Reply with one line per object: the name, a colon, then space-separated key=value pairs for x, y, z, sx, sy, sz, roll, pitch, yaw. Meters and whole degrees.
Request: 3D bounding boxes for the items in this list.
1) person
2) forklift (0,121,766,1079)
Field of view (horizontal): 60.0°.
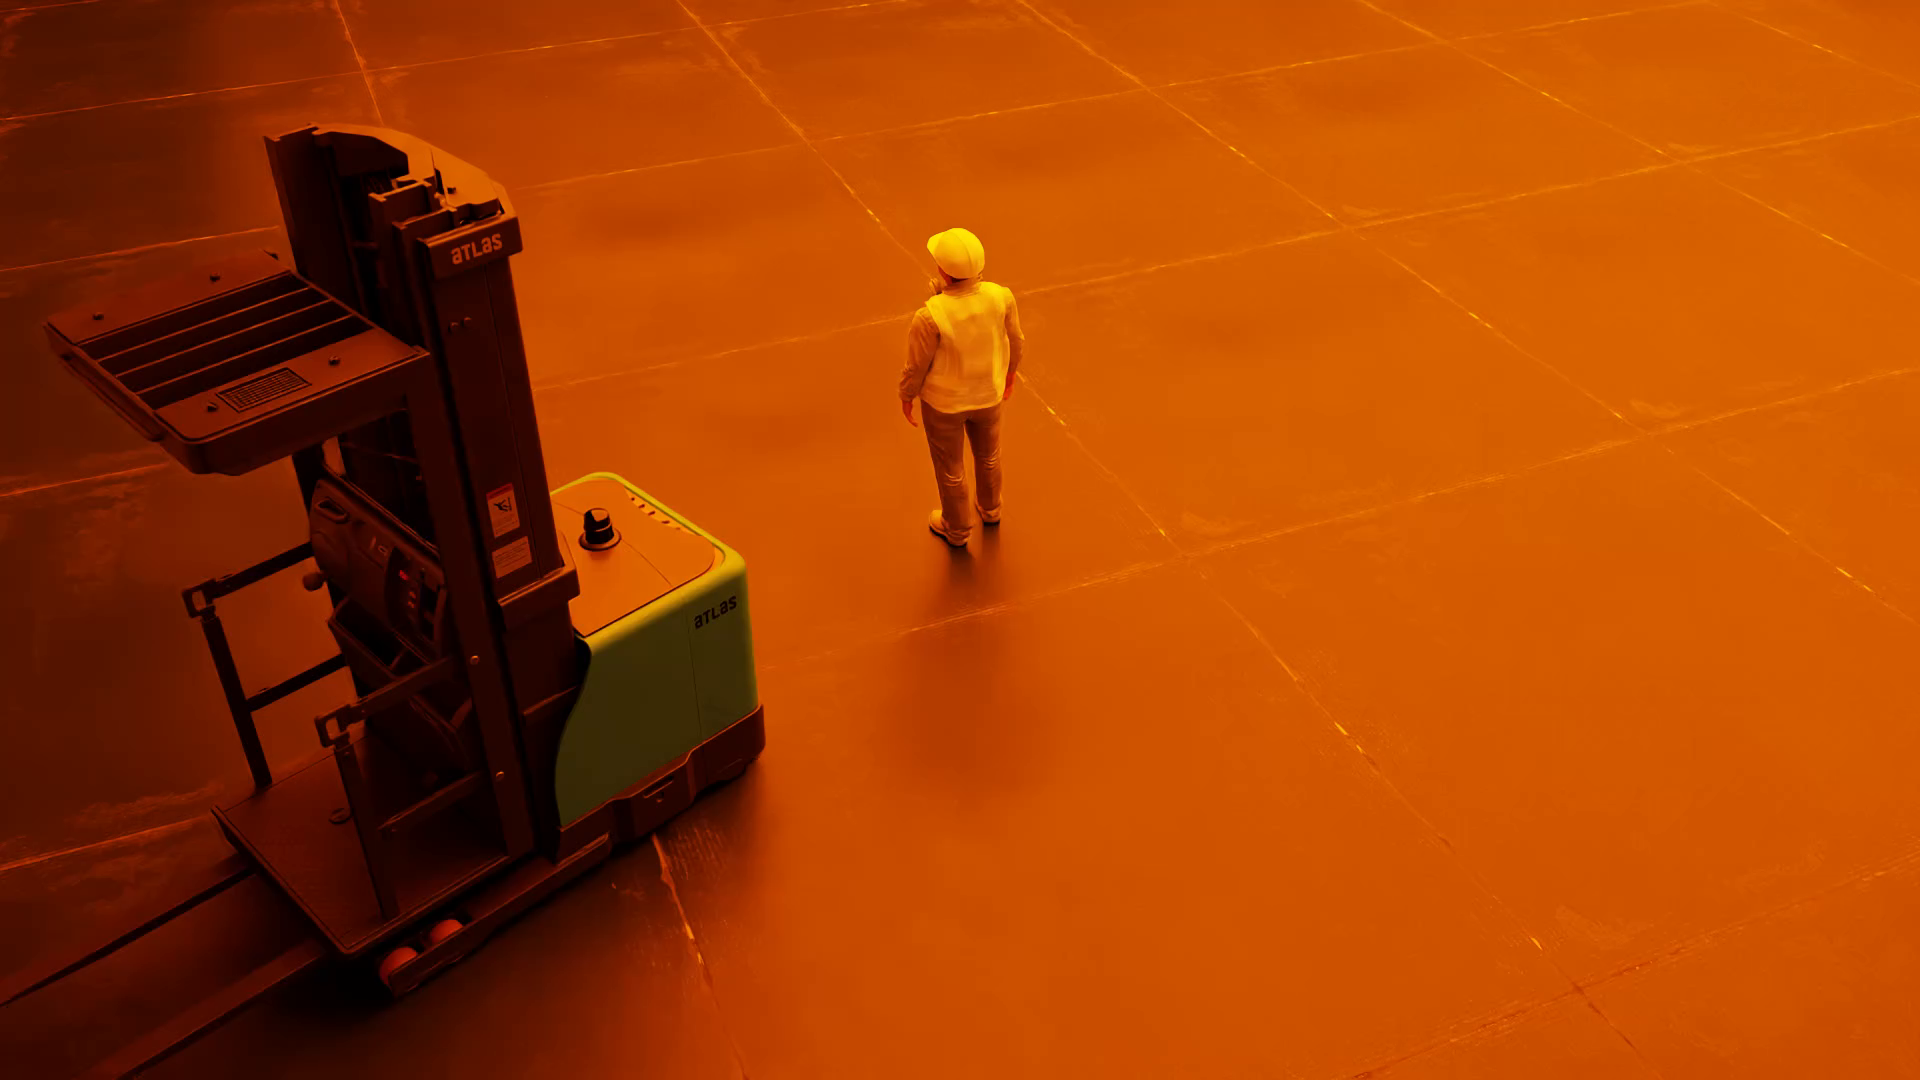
person: x=-0.018 y=-0.764 z=8.159 sx=0.633 sy=1.775 sz=0.566 roll=-14 pitch=38 yaw=-19
forklift: x=-2.241 y=0.163 z=5.870 sx=1.130 sy=2.935 sz=3.031 roll=30 pitch=45 yaw=35
